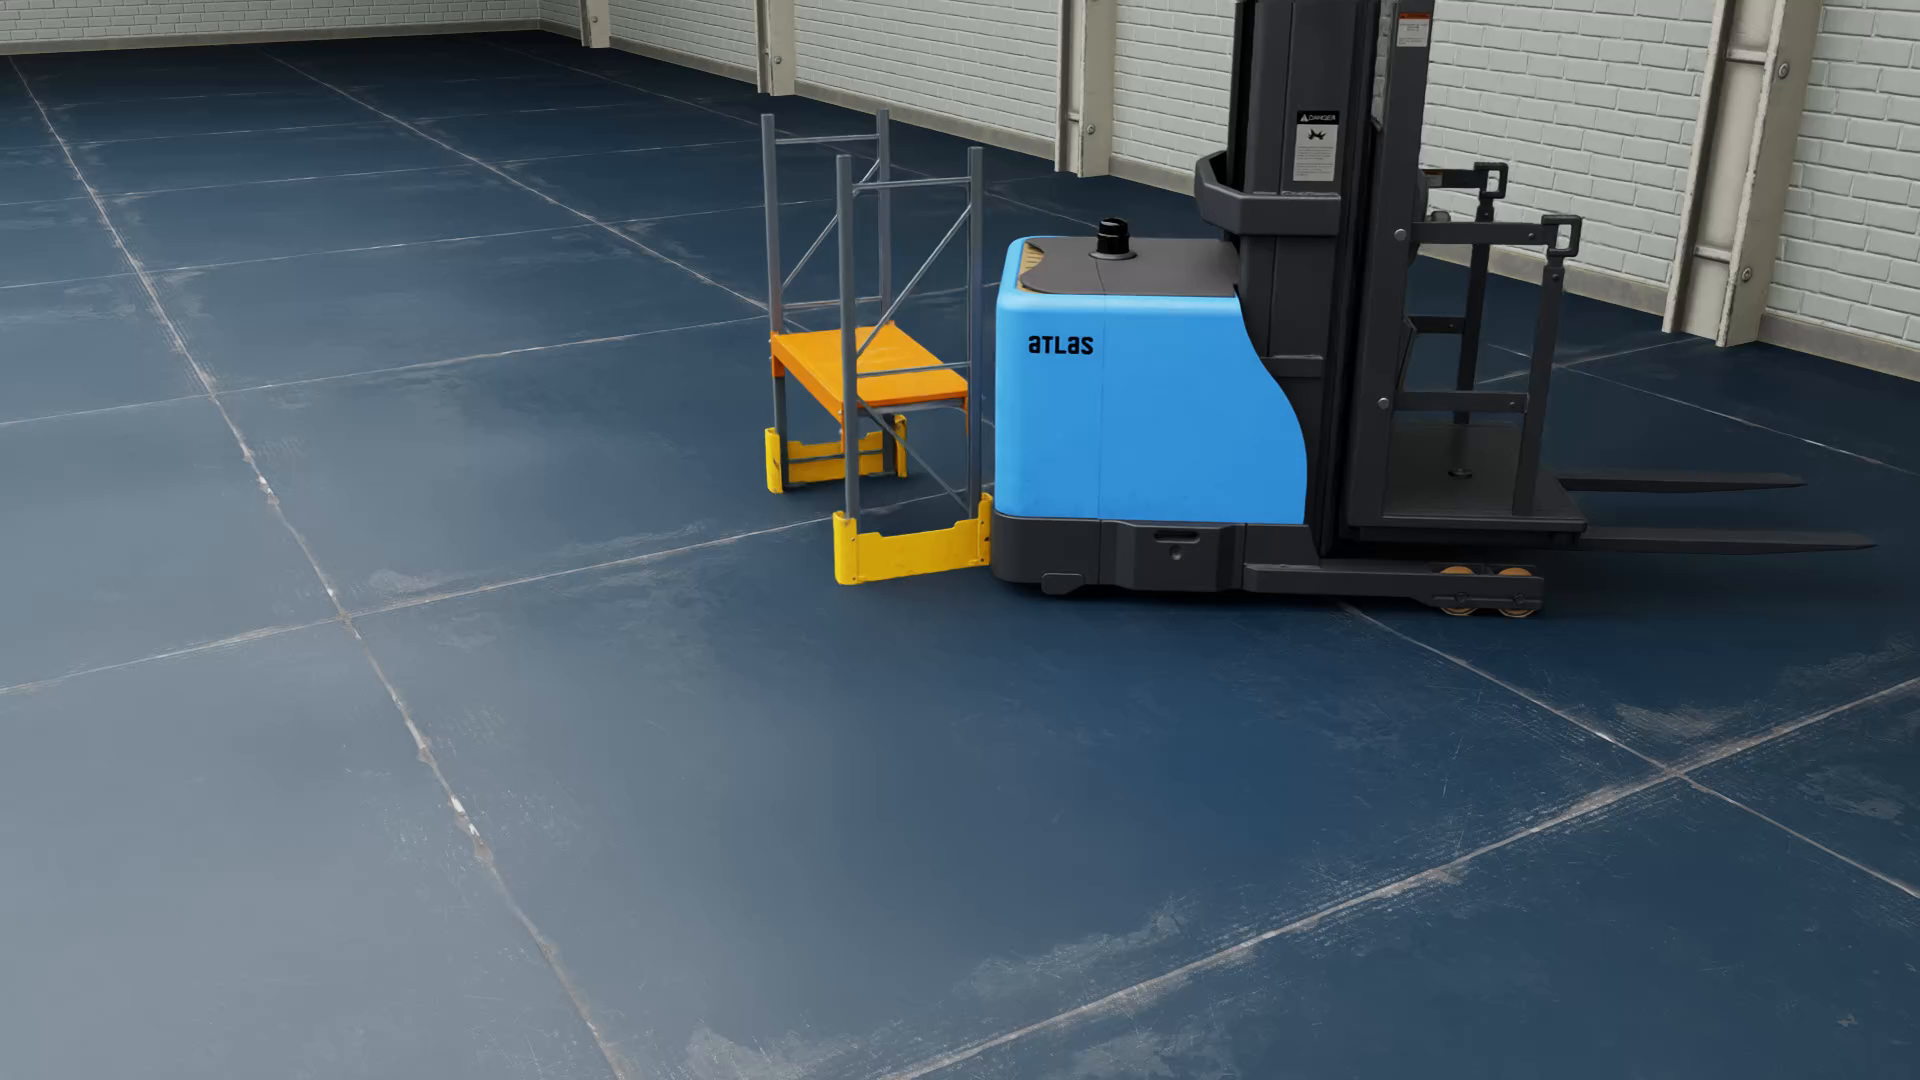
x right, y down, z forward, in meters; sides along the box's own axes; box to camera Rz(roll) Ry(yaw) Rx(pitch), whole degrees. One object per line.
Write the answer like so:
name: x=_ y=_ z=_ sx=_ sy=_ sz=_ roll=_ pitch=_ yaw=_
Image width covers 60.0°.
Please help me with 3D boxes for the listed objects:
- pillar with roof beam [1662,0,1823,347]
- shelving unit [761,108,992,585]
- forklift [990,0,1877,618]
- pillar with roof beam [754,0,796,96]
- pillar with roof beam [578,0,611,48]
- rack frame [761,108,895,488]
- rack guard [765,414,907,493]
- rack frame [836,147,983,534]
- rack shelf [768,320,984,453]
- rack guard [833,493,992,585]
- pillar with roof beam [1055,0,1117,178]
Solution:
pillar with roof beam: x=0.386 y=-4.457 z=5.326 sx=9.100 sy=9.000 sz=0.400 roll=-13 pitch=25 yaw=-28
shelving unit: x=-0.335 y=-0.762 z=6.194 sx=0.587 sy=1.500 sz=1.083 roll=-8 pitch=23 yaw=-19
forklift: x=1.649 y=-1.301 z=5.621 sx=3.031 sy=2.935 sz=1.130 roll=2 pitch=22 yaw=4
pillar with roof beam: x=-5.744 y=-8.342 z=14.883 sx=9.100 sy=9.000 sz=0.400 roll=-13 pitch=25 yaw=-28
pillar with roof beam: x=-8.808 y=-10.284 z=19.662 sx=9.100 sy=9.000 sz=0.400 roll=-13 pitch=25 yaw=-28
rack frame: x=-0.513 y=-0.945 z=6.644 sx=0.500 sy=1.500 sz=0.032 roll=-8 pitch=23 yaw=-19
rack guard: x=-0.507 y=-0.359 z=6.862 sx=0.587 sy=0.250 sz=0.087 roll=-8 pitch=23 yaw=-19
rack frame: x=-0.163 y=-0.585 z=5.760 sx=0.500 sy=1.500 sz=0.032 roll=-8 pitch=23 yaw=-19
rack shelf: x=-0.338 y=-0.598 z=6.270 sx=0.538 sy=0.185 sz=1.000 roll=-8 pitch=23 yaw=-19
rack guard: x=-0.163 y=-0.007 z=5.996 sx=0.587 sy=0.250 sz=0.087 roll=-8 pitch=23 yaw=-19
pillar with roof beam: x=-2.679 y=-6.399 z=10.105 sx=9.100 sy=9.000 sz=0.400 roll=-13 pitch=25 yaw=-28
